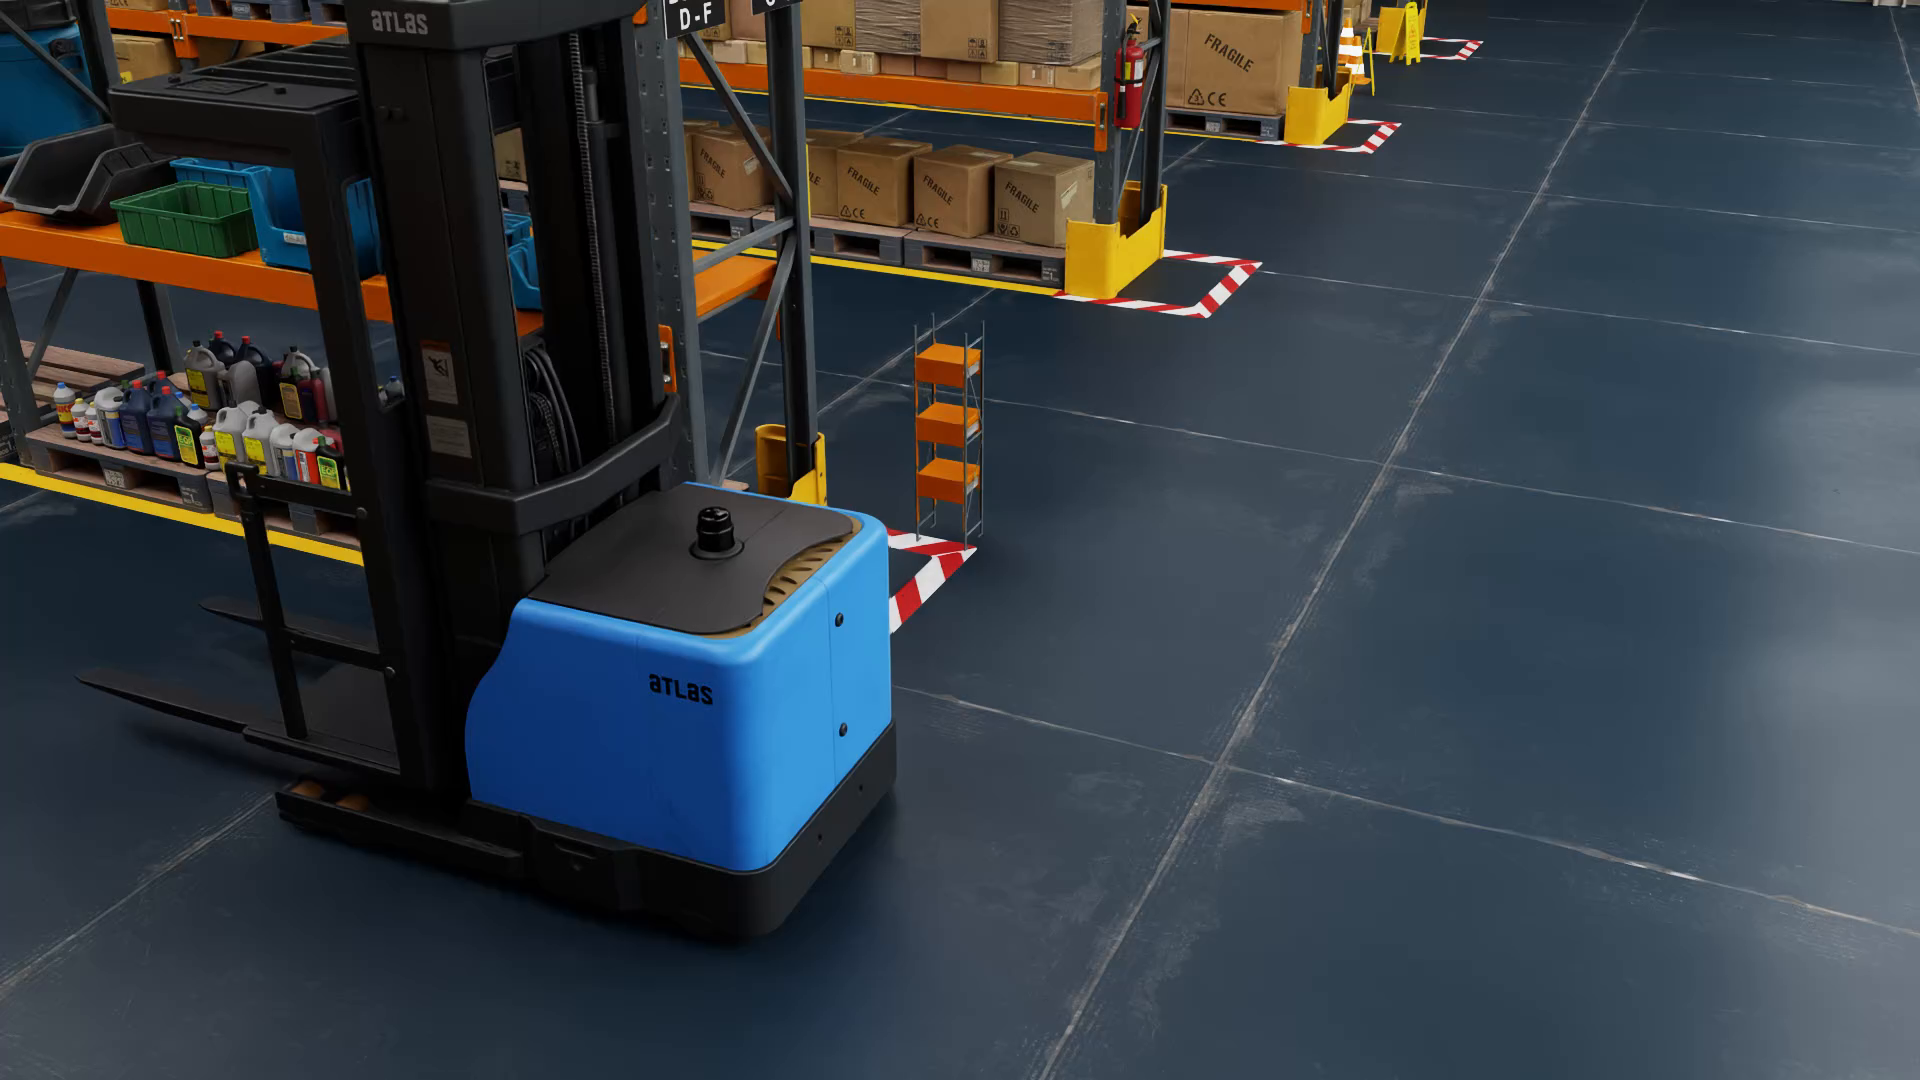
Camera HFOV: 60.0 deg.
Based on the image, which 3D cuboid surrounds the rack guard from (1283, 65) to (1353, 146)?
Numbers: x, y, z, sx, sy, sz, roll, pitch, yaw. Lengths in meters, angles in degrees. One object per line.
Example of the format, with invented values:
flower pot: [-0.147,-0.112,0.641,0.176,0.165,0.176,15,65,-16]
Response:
rack guard: [3.311,-4.024,15.356,0.348,0.500,1.175,11,28,22]

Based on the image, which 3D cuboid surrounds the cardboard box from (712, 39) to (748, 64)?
cardboard box: [-1.523,-3.442,11.630,0.250,0.149,0.380,11,28,22]

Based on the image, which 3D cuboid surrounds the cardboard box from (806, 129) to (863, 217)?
cardboard box: [-1.027,-2.699,12.191,0.500,0.500,0.500,9,28,17]

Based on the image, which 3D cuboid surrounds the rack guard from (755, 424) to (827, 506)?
rack guard: [-0.995,-0.056,7.297,0.348,0.500,1.175,11,28,22]

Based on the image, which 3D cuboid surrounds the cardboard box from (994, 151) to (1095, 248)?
cardboard box: [0.583,-2.361,11.505,0.500,0.500,0.500,17,31,31]

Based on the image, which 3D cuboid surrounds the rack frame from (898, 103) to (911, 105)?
rack frame: [-0.352,-5.881,16.299,0.127,3.000,1.000,11,28,22]

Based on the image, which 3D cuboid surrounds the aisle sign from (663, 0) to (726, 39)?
aisle sign: [-0.964,-2.216,5.911,0.004,0.787,0.394,11,28,22]

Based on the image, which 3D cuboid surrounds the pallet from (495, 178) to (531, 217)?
pallet: [-3.206,-2.796,13.189,1.213,0.211,1.003,11,28,22]

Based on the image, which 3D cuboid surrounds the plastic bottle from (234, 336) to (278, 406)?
plastic bottle: [-3.667,-0.885,8.653,0.185,0.351,0.144,10,28,19]

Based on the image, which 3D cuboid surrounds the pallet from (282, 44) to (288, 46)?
pallet: [-8.260,-6.201,20.106,1.213,0.211,1.003,11,28,22]

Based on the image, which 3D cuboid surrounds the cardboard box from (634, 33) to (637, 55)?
cardboard box: [-2.204,-3.581,11.912,0.250,0.149,0.380,11,28,22]

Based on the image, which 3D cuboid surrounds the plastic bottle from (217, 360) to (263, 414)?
plastic bottle: [-3.706,-0.788,8.539,0.135,0.276,0.152,11,28,22]

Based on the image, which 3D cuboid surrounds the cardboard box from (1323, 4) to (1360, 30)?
cardboard box: [4.377,-6.157,19.497,0.500,0.250,0.500,11,28,22]

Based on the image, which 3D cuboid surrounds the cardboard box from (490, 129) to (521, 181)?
cardboard box: [-3.474,-3.196,13.178,0.500,0.500,0.700,11,28,21]

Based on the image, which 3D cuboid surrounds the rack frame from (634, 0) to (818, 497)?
rack frame: [-0.906,-1.182,6.755,0.127,3.000,1.000,11,28,22]

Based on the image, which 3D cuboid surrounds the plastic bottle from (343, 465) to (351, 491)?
plastic bottle: [-2.759,-0.283,7.600,0.097,0.201,0.097,0,26,0]

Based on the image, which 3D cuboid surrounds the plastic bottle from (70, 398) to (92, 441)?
plastic bottle: [-4.346,-0.602,8.247,0.097,0.201,0.097,0,26,0]

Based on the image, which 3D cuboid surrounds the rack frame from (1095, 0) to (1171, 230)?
rack frame: [1.144,-3.174,10.800,0.127,3.000,1.000,11,28,22]

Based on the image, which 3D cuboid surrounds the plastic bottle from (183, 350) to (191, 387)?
plastic bottle: [-4.088,-0.914,8.881,0.097,0.201,0.097,0,26,0]

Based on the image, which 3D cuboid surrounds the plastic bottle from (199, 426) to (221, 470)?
plastic bottle: [-3.564,-0.445,7.928,0.097,0.201,0.097,0,26,0]

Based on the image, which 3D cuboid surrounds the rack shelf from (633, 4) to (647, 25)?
rack shelf: [-2.727,-2.571,6.994,4.000,0.370,1.077,11,28,22]

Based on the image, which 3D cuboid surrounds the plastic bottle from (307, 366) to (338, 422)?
plastic bottle: [-3.227,-0.761,8.486,0.135,0.276,0.152,12,29,23]

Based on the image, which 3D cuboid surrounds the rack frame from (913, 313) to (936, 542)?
rack frame: [-0.160,-0.503,7.584,0.008,1.050,0.200,11,28,22]

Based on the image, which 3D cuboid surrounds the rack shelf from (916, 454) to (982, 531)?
rack shelf: [-0.049,-0.222,7.666,0.240,0.259,0.215,11,28,22]

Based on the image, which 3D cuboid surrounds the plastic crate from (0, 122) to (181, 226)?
plastic crate: [-4.123,-1.739,7.956,0.504,0.338,0.767,11,28,22]

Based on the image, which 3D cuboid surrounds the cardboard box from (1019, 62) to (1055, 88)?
cardboard box: [0.572,-3.076,10.886,0.250,0.149,0.380,11,28,22]

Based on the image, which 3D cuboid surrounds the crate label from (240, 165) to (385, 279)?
crate label: [-2.694,-1.426,7.210,0.616,0.435,0.502,11,28,22]

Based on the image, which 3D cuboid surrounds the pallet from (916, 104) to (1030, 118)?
pallet: [0.308,-4.459,16.568,1.213,0.211,1.003,11,28,22]

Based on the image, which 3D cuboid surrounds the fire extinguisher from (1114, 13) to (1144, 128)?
fire extinguisher: [1.058,-2.933,10.398,0.183,0.674,0.296,11,28,22]

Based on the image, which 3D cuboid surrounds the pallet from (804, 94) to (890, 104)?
pallet: [-1.086,-4.740,17.139,1.213,0.211,1.003,11,28,22]

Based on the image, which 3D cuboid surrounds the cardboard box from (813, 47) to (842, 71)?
cardboard box: [-0.809,-3.336,11.413,0.250,0.149,0.380,11,28,22]

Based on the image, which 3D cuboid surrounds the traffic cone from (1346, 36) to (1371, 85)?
traffic cone: [4.171,-5.072,17.527,0.334,0.463,0.336,11,28,22]

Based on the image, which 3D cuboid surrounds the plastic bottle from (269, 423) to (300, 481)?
plastic bottle: [-3.104,-0.399,7.751,0.135,0.276,0.152,11,28,20]

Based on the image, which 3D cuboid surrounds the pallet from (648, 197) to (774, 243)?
pallet: [-1.871,-2.545,12.681,1.213,0.211,1.003,11,28,22]

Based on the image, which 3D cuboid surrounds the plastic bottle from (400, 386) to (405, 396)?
plastic bottle: [-2.740,-0.675,8.315,0.097,0.271,0.097,0,26,0]

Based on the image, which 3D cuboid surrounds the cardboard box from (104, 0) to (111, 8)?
cardboard box: [-7.142,-4.765,13.920,0.500,0.500,0.500,11,28,21]

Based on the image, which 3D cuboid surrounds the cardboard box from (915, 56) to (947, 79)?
cardboard box: [-0.109,-3.215,11.169,0.250,0.149,0.380,11,28,22]

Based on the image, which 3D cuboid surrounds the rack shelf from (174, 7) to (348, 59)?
rack shelf: [-4.318,-3.948,13.187,4.000,0.370,1.077,11,28,22]

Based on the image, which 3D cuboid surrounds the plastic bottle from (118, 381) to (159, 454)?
plastic bottle: [-3.984,-0.608,8.090,0.185,0.351,0.144,12,29,23]

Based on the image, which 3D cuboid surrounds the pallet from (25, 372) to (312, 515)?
pallet: [-3.953,-0.523,8.573,1.213,0.211,1.003,11,28,22]

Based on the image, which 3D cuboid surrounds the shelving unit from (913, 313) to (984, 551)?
shelving unit: [-0.049,-0.481,7.538,0.252,1.050,0.215,11,28,22]

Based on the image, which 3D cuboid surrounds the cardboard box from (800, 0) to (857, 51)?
cardboard box: [-0.738,-3.712,11.443,0.500,0.500,0.875,11,28,22]

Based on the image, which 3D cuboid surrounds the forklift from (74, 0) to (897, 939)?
forklift: [-1.790,-0.487,5.420,3.031,2.935,1.130,10,28,20]

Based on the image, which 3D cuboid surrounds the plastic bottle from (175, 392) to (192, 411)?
plastic bottle: [-3.802,-0.594,8.152,0.097,0.271,0.097,0,26,0]

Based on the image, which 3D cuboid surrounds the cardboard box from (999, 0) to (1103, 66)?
cardboard box: [0.655,-3.463,10.939,0.500,0.500,0.875,11,28,22]
